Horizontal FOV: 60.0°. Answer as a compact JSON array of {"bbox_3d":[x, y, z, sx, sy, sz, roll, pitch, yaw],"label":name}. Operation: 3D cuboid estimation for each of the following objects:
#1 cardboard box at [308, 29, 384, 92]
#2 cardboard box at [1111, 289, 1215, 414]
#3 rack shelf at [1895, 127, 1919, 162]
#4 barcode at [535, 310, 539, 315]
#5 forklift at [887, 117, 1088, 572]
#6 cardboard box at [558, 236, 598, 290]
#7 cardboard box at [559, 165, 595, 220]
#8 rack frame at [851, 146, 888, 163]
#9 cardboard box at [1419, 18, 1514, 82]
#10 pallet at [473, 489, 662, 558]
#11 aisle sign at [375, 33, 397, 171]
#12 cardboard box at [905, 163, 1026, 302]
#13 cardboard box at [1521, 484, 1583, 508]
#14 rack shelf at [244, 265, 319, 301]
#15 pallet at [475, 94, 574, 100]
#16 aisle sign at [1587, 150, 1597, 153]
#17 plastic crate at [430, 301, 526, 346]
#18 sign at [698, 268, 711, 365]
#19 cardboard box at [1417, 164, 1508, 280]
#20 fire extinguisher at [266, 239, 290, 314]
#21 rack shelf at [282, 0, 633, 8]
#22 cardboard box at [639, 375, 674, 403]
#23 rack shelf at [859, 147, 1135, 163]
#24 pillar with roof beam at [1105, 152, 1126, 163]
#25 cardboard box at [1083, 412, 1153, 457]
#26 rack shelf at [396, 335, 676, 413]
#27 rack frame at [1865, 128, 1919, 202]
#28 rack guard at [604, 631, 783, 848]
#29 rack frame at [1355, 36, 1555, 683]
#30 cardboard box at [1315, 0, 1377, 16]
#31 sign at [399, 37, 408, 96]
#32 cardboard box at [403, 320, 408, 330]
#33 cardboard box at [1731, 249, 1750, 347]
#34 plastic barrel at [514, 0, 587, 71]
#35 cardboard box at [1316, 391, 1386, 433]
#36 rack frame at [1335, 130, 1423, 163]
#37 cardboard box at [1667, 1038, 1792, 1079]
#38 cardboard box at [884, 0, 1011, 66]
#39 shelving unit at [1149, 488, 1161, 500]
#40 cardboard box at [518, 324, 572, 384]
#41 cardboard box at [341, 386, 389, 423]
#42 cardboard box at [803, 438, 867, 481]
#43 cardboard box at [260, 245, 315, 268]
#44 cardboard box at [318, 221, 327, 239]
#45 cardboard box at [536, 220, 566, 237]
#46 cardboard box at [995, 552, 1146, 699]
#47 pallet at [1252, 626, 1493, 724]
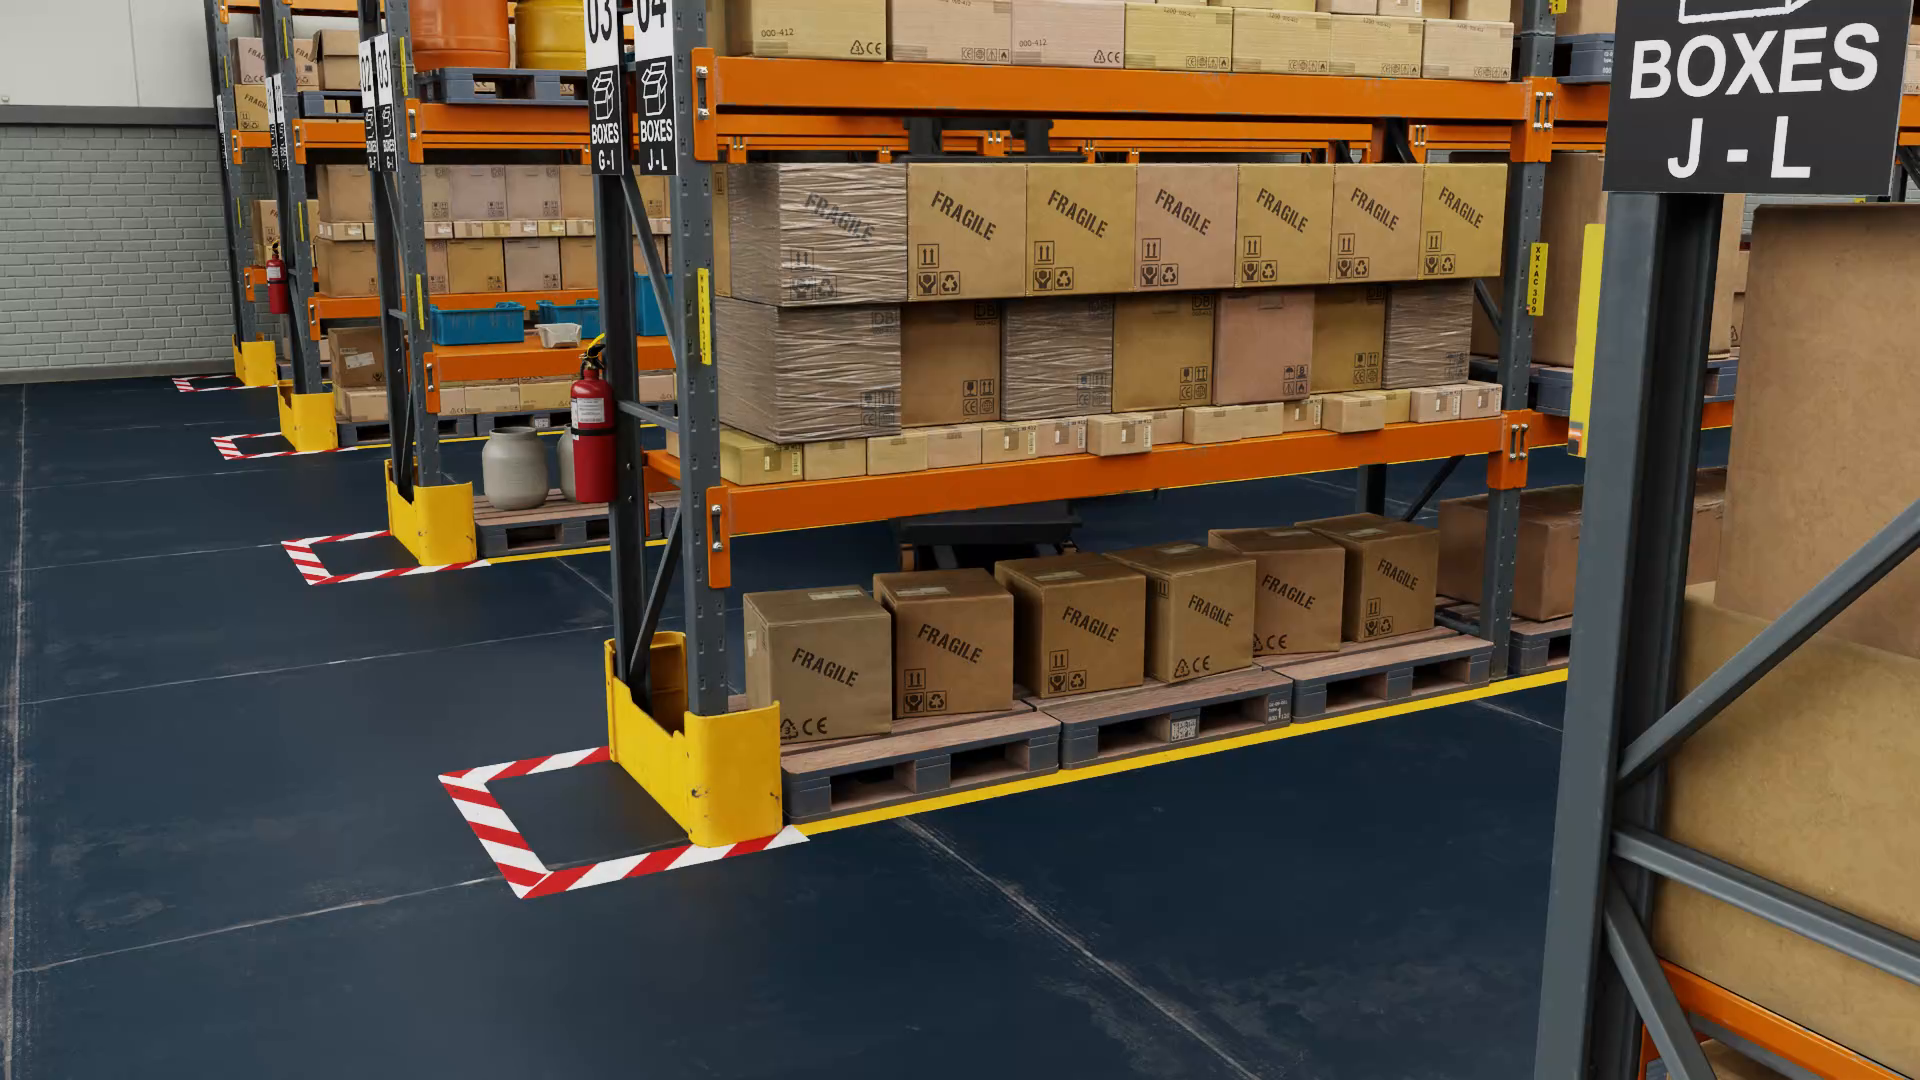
[{"bbox_3d":[-5.379,-4.209,14.636,0.637,0.503,0.797,-6,14,-24],"label":"cardboard box"},{"bbox_3d":[0.639,-0.870,7.236,0.500,0.500,0.875,-7,14,-28],"label":"cardboard box"},{"bbox_3d":[7.635,-2.617,10.713,4.000,0.370,1.077,-7,14,-28],"label":"rack shelf"},{"bbox_3d":[-5.340,-2.878,21.028,0.075,0.075,0.001,-7,14,-28],"label":"barcode"},{"bbox_3d":[0.155,-1.281,10.127,1.130,2.935,3.031,-1,13,-5],"label":"forklift"},{"bbox_3d":[-3.663,-2.675,15.936,0.500,0.500,0.700,-7,14,-27],"label":"cardboard box"},{"bbox_3d":[-3.644,-3.311,15.806,0.500,0.500,0.700,-7,14,-28],"label":"cardboard box"},{"bbox_3d":[-1.240,-4.158,22.753,0.127,3.000,1.000,-7,14,-28],"label":"rack frame"},{"bbox_3d":[2.094,-2.165,7.409,0.500,0.250,0.500,-6,14,-26],"label":"cardboard box"},{"bbox_3d":[-2.755,-0.148,11.287,1.213,0.211,1.003,-7,14,-28],"label":"pallet"},{"bbox_3d":[-3.438,-2.611,9.960,0.004,0.787,0.394,-7,14,-28],"label":"aisle sign"},{"bbox_3d":[-0.086,-1.191,6.387,0.500,0.500,0.500,-7,14,-28],"label":"cardboard box"},{"bbox_3d":[3.346,0.024,8.860,0.500,0.500,0.700,-7,14,-28],"label":"cardboard box"},{"bbox_3d":[-6.507,-3.176,20.028,4.000,0.370,1.077,-7,14,-28],"label":"rack shelf"},{"bbox_3d":[-4.180,-3.981,15.337,1.213,0.211,1.003,-7,14,-28],"label":"pallet"},{"bbox_3d":[8.365,-5.262,21.737,0.004,0.787,0.394,-7,14,-28],"label":"aisle sign"},{"bbox_3d":[-3.219,-1.445,11.037,0.616,0.251,0.499,-7,14,-28],"label":"plastic crate"},{"bbox_3d":[-0.882,-0.771,5.729,0.005,0.325,0.100,-7,14,-28],"label":"sign"},{"bbox_3d":[2.106,-1.455,7.559,0.500,0.500,0.500,-7,14,-28],"label":"cardboard box"},{"bbox_3d":[-6.212,-2.402,15.125,0.183,0.674,0.296,-7,14,-28],"label":"fire extinguisher"},{"bbox_3d":[-4.130,-4.953,15.173,4.000,0.370,1.077,-7,14,-28],"label":"rack shelf"},{"bbox_3d":[-3.120,-1.505,16.270,0.500,0.250,0.500,-7,14,-28],"label":"cardboard box"},{"bbox_3d":[0.515,-5.481,23.438,4.000,0.370,1.077,-7,14,-28],"label":"rack shelf"},{"bbox_3d":[4.533,-6.916,21.346,0.400,9.000,9.100,-7,14,-28],"label":"pillar with roof beam"},{"bbox_3d":[0.585,-0.453,6.864,0.250,0.149,0.380,-7,14,-28],"label":"cardboard box"},{"bbox_3d":[-1.760,-1.267,11.544,4.000,0.370,1.077,-7,14,-28],"label":"rack shelf"},{"bbox_3d":[5.880,-1.294,10.029,0.127,3.000,1.000,-7,14,-28],"label":"rack frame"},{"bbox_3d":[-1.075,0.759,6.599,0.348,0.500,1.175,-7,14,-28],"label":"rack guard"},{"bbox_3d":[2.369,-0.874,8.159,0.127,3.000,1.000,-7,14,-28],"label":"rack frame"},{"bbox_3d":[1.535,-2.281,7.014,0.250,0.149,0.380,-7,15,-30],"label":"cardboard box"},{"bbox_3d":[-3.255,-2.769,9.727,0.005,0.325,0.100,-7,14,-28],"label":"sign"},{"bbox_3d":[-6.443,-2.495,20.053,0.500,0.500,0.700,-8,15,-31],"label":"cardboard box"},{"bbox_3d":[3.846,-1.329,8.991,0.637,0.503,0.797,-5,14,-22],"label":"cardboard box"},{"bbox_3d":[-2.575,-3.312,10.776,0.600,0.588,0.600,0,13,0],"label":"plastic barrel"},{"bbox_3d":[1.683,-0.585,7.448,0.250,0.149,0.380,-7,14,-28],"label":"cardboard box"},{"bbox_3d":[3.507,-2.249,14.270,0.127,3.000,1.000,-7,14,-28],"label":"rack frame"},{"bbox_3d":[1.709,1.261,2.555,0.875,0.875,0.875,-7,14,-28],"label":"cardboard box"},{"bbox_3d":[-0.146,-1.899,6.226,0.500,0.250,0.500,-7,15,-29],"label":"cardboard box"},{"bbox_3d":[0.917,-0.841,12.256,1.048,1.125,0.538,-7,13,-28],"label":"shelving unit"},{"bbox_3d":[-3.990,-1.762,15.706,0.500,0.500,0.500,-7,14,-28],"label":"cardboard box"},{"bbox_3d":[-5.308,-1.239,15.090,0.500,0.250,0.500,-7,14,-28],"label":"cardboard box"},{"bbox_3d":[-0.549,-0.337,6.346,0.250,0.149,0.380,-7,14,-28],"label":"cardboard box"},{"bbox_3d":[-7.682,-3.243,18.984,0.500,0.250,0.500,-7,15,-29],"label":"cardboard box"},{"bbox_3d":[-5.641,-2.804,15.033,0.250,0.149,0.380,-7,15,-29],"label":"cardboard box"},{"bbox_3d":[-3.857,-2.917,15.532,0.250,0.149,0.380,-6,14,-26],"label":"cardboard box"},{"bbox_3d":[0.481,0.368,7.380,0.500,0.500,0.500,-5,14,-23],"label":"cardboard box"},{"bbox_3d":[1.796,0.564,8.121,1.213,0.211,1.003,-7,14,-28],"label":"pallet"}]
